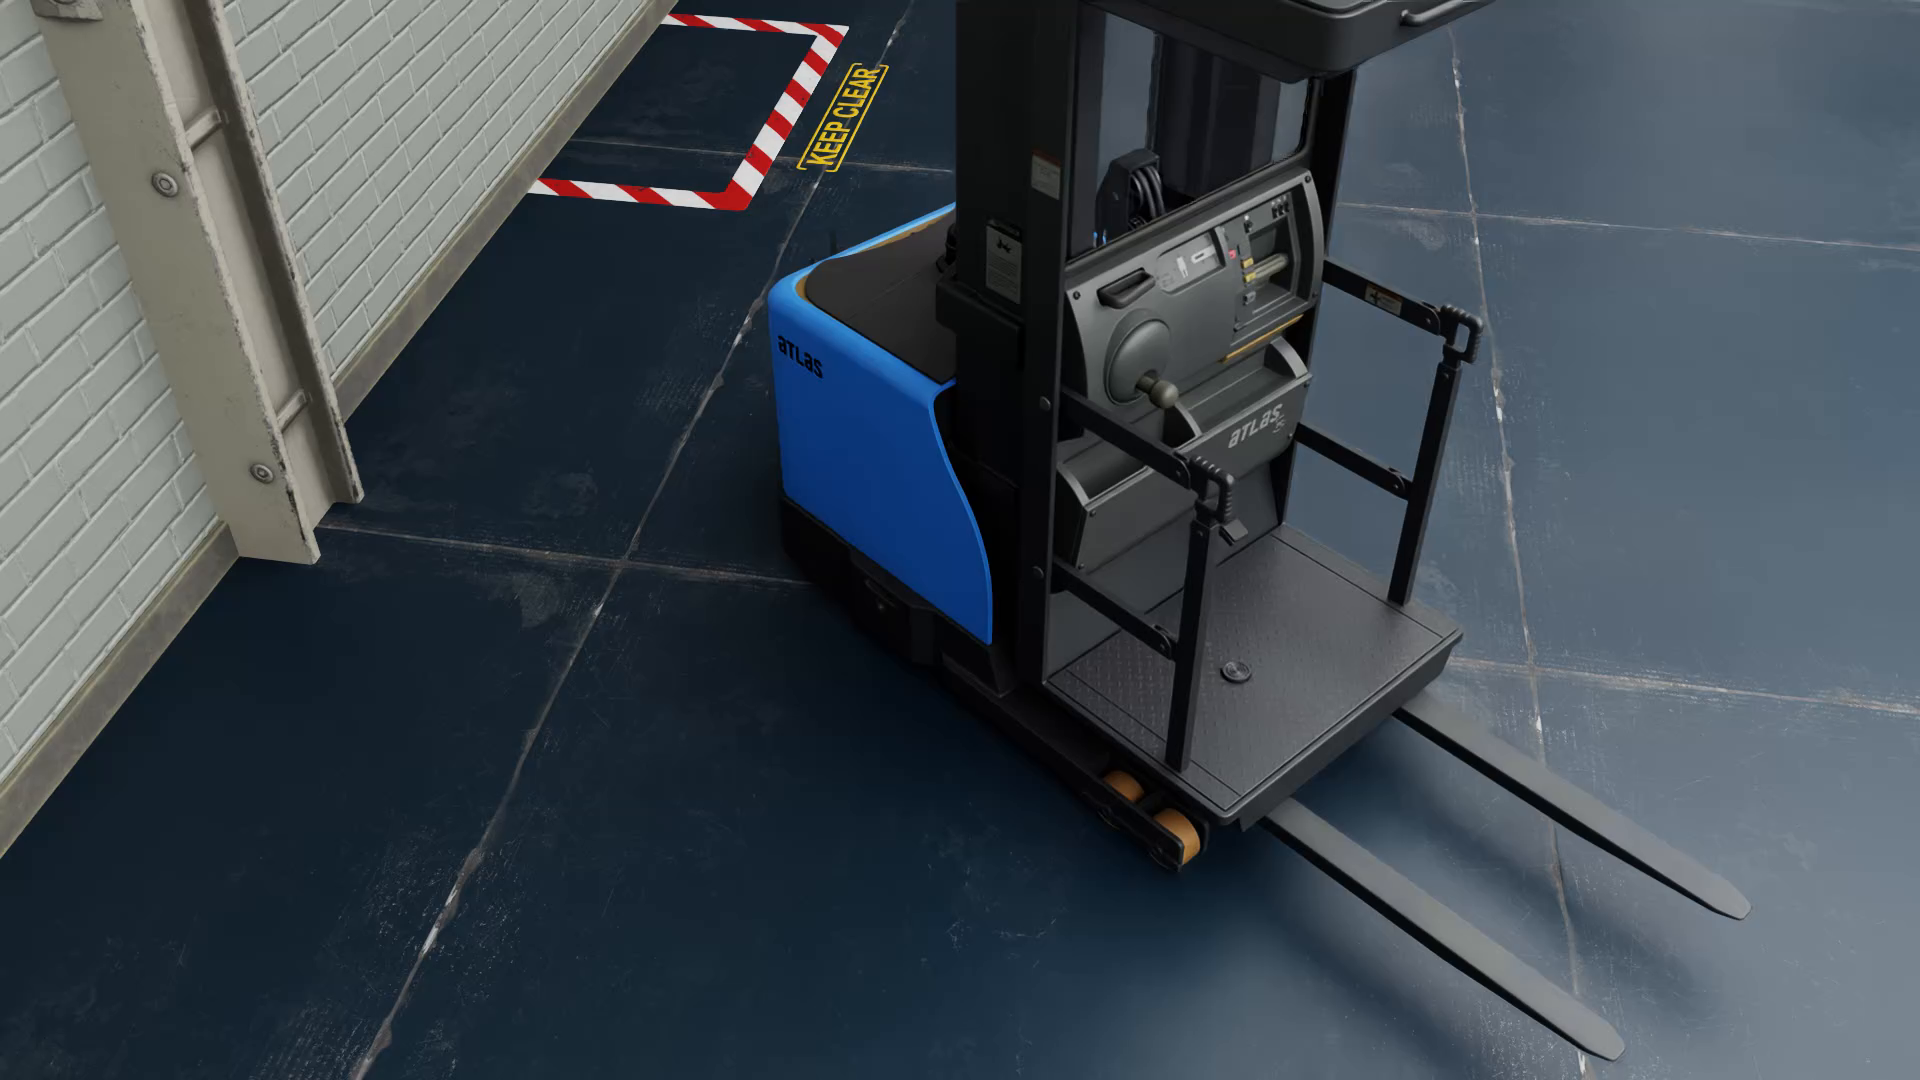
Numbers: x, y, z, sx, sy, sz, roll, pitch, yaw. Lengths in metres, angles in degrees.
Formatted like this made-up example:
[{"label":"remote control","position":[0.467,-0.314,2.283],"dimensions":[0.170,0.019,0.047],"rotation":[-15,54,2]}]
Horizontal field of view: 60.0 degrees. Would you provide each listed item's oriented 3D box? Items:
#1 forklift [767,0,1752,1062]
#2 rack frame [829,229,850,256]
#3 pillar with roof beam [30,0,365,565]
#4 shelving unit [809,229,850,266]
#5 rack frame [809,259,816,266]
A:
[{"label":"forklift","position":[0.766,-0.585,4.158],"dimensions":[1.130,2.935,3.031],"rotation":[-30,48,-31]},{"label":"rack frame","position":[-0.323,-0.678,5.864],"dimensions":[0.240,0.900,0.006],"rotation":[10,41,12]},{"label":"pillar with roof beam","position":[1.927,-3.051,2.378],"dimensions":[9.100,9.000,0.400],"rotation":[6,40,8]},{"label":"shelving unit","position":[-0.351,-0.615,5.788],"dimensions":[0.258,0.900,0.210],"rotation":[10,41,12]},{"label":"rack frame","position":[-0.378,-0.553,5.713],"dimensions":[0.240,0.900,0.006],"rotation":[10,41,12]}]
